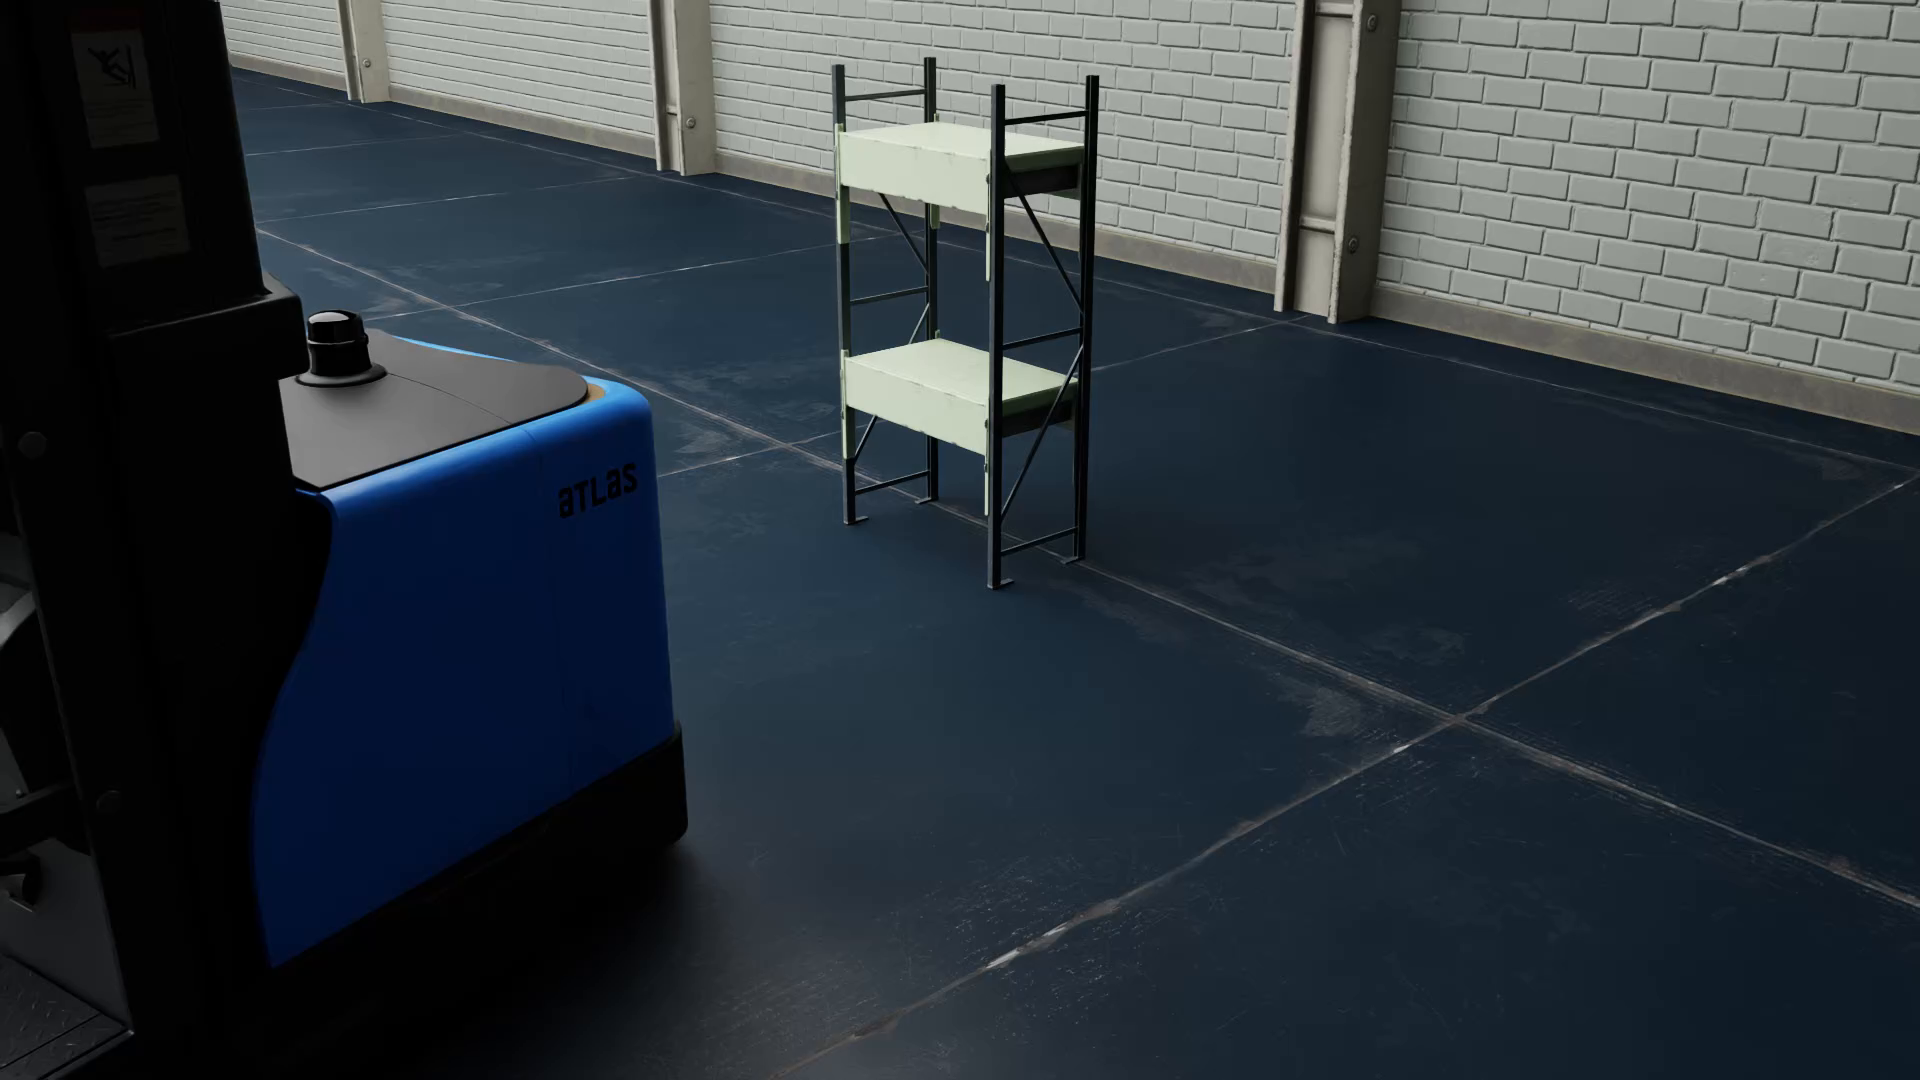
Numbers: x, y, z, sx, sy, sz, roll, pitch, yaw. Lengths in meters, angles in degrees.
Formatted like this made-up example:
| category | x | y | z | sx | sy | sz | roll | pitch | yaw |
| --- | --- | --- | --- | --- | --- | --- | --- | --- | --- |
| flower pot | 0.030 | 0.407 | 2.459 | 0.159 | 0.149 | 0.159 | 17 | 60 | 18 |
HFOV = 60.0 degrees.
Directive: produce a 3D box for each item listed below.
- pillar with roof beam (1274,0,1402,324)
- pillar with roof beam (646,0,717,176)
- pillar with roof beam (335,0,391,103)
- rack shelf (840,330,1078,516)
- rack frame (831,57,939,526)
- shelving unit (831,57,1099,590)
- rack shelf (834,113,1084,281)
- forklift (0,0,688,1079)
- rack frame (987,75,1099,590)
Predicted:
| category | x | y | z | sx | sy | sz | roll | pitch | yaw |
| --- | --- | --- | --- | --- | --- | --- | --- | --- | --- |
| pillar with roof beam | -1.419 | -4.322 | 4.179 | 9.100 | 9.000 | 0.400 | -17 | 27 | -37 |
| pillar with roof beam | -5.336 | -5.979 | 8.411 | 9.100 | 9.000 | 0.400 | -17 | 27 | -37 |
| pillar with roof beam | -9.252 | -7.637 | 12.644 | 9.100 | 9.000 | 0.400 | -17 | 27 | -37 |
| rack shelf | 0.004 | -0.393 | 5.325 | 0.431 | 0.370 | 0.720 | -17 | 27 | -37 |
| rack frame | -0.235 | -0.798 | 5.464 | 0.400 | 1.500 | 0.023 | -17 | 27 | -37 |
| shelving unit | 0.004 | -0.697 | 5.206 | 0.431 | 1.500 | 0.755 | -17 | 27 | -37 |
| rack shelf | 0.004 | -1.060 | 5.063 | 0.431 | 0.370 | 0.720 | -17 | 27 | -37 |
| forklift | -1.830 | -0.317 | 2.275 | 1.130 | 2.935 | 3.031 | 13 | 25 | 31 |
| rack frame | 0.243 | -0.595 | 4.948 | 0.400 | 1.500 | 0.023 | -17 | 27 | -37 |
